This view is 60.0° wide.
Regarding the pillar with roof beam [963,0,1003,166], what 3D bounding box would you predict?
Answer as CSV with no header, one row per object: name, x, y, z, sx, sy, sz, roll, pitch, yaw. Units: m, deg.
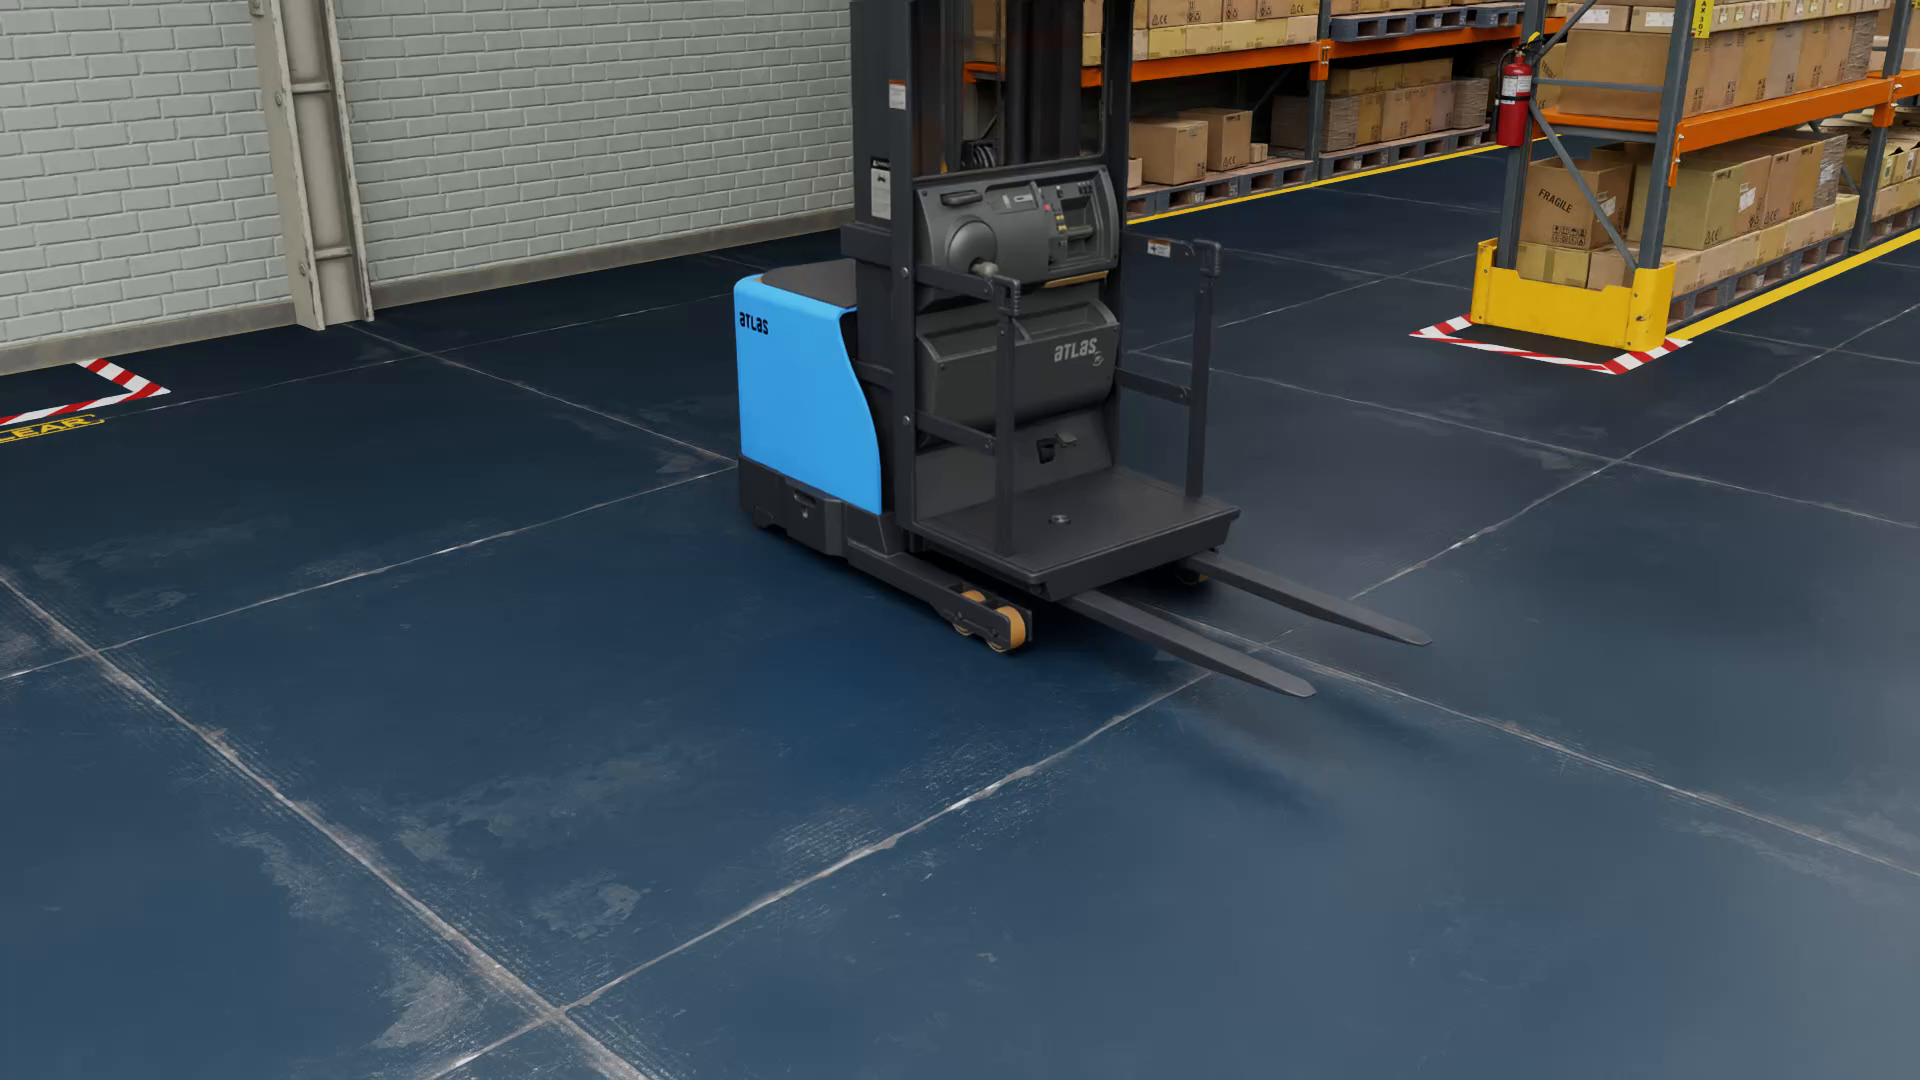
pillar with roof beam,3.230,-6.079,10.347,9.100,9.000,0.400,19,28,41

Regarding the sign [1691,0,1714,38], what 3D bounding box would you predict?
sign,4.223,-3.021,9.437,0.100,0.325,0.005,19,28,41

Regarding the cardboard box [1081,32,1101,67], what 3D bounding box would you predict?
cardboard box,0.845,-3.945,13.338,0.500,0.250,0.500,18,28,39

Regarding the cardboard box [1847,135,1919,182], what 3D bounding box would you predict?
cardboard box,7.439,-3.094,13.410,0.500,0.311,0.500,19,28,40

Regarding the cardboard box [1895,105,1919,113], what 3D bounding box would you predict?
cardboard box,8.834,-3.890,15.480,0.500,0.311,0.500,-19,28,-40

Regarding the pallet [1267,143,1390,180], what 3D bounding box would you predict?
pallet,3.610,-3.887,16.892,1.003,0.211,1.213,19,28,41

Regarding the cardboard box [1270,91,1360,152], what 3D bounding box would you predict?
cardboard box,3.569,-4.220,16.743,0.500,0.500,0.700,-19,28,-40

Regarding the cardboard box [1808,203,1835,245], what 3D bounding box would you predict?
cardboard box,6.097,-2.361,12.284,0.500,0.250,0.500,19,28,41

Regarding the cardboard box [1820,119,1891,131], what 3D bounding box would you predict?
cardboard box,7.758,-3.490,14.440,0.500,0.311,0.500,19,28,40

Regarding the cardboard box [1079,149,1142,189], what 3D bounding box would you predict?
cardboard box,1.222,-3.212,14.384,0.500,0.311,0.500,-17,27,-38

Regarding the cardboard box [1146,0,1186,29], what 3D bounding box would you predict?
cardboard box,1.543,-4.552,13.873,0.500,0.500,0.500,18,27,39

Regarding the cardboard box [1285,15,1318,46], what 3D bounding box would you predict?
cardboard box,2.955,-4.729,15.379,0.500,0.250,0.500,19,28,41

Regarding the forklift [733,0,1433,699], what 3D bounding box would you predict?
forklift,0.366,-1.164,6.018,1.130,2.935,3.031,-17,27,-37

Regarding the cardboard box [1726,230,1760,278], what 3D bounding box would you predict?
cardboard box,5.058,-1.973,11.274,0.500,0.250,0.500,19,28,41

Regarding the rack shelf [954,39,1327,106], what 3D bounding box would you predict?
rack shelf,1.673,-4.138,14.662,1.077,0.370,4.000,19,28,41

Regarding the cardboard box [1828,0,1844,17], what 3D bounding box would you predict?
cardboard box,5.872,-3.714,11.512,0.380,0.149,0.250,19,28,40

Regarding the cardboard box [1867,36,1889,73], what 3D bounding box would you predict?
cardboard box,6.932,-3.816,13.031,0.500,0.250,0.500,-18,27,-39

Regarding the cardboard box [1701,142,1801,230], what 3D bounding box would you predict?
cardboard box,5.411,-2.450,11.470,0.500,0.500,0.500,19,28,41

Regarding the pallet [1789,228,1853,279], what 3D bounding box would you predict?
pallet,6.035,-2.253,12.643,1.003,0.211,1.213,19,28,41

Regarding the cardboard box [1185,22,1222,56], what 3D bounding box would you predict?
cardboard box,1.911,-4.341,14.368,0.500,0.250,0.500,20,28,41

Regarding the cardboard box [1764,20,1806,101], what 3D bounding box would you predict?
cardboard box,5.242,-3.283,11.295,0.500,0.500,0.700,-19,28,-40

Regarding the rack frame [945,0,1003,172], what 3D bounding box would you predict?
rack frame,0.277,-3.959,13.195,1.000,3.000,0.127,19,28,41

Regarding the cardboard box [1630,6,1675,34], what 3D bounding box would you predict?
cardboard box,4.257,-3.117,9.960,0.380,0.149,0.250,19,28,40

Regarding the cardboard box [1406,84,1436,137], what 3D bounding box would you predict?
cardboard box,4.624,-4.618,17.780,0.700,0.500,0.500,19,28,40

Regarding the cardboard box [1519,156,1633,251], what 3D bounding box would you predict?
cardboard box,3.990,-2.195,10.808,0.500,0.500,0.500,19,28,41

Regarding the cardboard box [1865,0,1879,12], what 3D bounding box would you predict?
cardboard box,6.410,-3.912,12.027,0.380,0.149,0.250,19,28,40

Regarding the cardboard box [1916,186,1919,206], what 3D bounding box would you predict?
cardboard box,7.796,-2.968,13.862,0.500,0.250,0.500,18,28,39

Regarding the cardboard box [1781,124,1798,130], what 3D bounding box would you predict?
cardboard box,6.072,-2.971,12.824,0.500,0.500,0.500,19,28,41

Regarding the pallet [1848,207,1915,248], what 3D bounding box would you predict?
pallet,7.106,-2.646,13.665,1.003,0.211,1.213,19,28,41

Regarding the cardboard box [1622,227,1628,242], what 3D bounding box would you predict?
cardboard box,4.332,-1.976,11.283,0.500,0.250,0.500,19,28,41

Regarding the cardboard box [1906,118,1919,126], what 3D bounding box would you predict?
cardboard box,8.509,-3.491,14.441,0.500,0.311,0.500,19,28,40

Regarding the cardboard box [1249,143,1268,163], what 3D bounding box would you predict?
cardboard box,2.716,-3.725,15.922,0.380,0.166,0.250,15,26,34

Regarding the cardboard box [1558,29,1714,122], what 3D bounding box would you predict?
cardboard box,4.164,-2.884,10.258,0.700,0.500,0.500,19,28,41

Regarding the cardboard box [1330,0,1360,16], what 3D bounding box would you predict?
cardboard box,3.447,-5.362,16.091,0.700,0.500,0.500,19,28,41

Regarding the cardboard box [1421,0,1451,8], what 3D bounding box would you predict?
cardboard box,4.684,-5.819,17.280,0.700,0.500,0.500,19,28,41

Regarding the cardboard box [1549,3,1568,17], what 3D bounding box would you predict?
cardboard box,6.682,-6.044,18.941,0.250,0.149,0.380,-19,28,-40

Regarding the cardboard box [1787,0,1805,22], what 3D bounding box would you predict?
cardboard box,5.330,-3.512,10.987,0.380,0.149,0.250,20,28,41

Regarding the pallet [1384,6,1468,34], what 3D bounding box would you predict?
pallet,4.507,-5.407,17.229,1.003,0.211,1.213,19,28,41

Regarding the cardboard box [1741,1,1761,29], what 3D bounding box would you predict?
cardboard box,4.792,-3.314,10.471,0.380,0.149,0.250,19,28,40

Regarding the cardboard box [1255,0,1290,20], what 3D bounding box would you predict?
cardboard box,2.616,-4.948,14.904,0.500,0.500,0.500,19,28,40

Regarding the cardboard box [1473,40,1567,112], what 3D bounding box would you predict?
cardboard box,6.465,-5.365,19.262,0.750,0.750,0.750,19,28,40

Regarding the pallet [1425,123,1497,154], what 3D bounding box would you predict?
pallet,5.312,-4.514,18.524,1.003,0.211,1.213,19,28,41

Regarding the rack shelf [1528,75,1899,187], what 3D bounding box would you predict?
rack shelf,5.225,-2.899,11.438,1.077,0.370,4.000,19,28,41

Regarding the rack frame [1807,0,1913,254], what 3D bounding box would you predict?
rack frame,6.620,-3.749,12.647,1.000,3.000,0.127,19,28,41

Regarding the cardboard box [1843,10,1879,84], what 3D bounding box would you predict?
cardboard box,6.315,-3.680,12.328,0.700,0.500,0.500,18,28,39

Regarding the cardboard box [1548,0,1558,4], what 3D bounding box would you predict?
cardboard box,6.381,-6.271,18.628,0.500,0.500,0.500,-19,28,-40

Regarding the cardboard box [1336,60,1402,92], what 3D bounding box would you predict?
cardboard box,4.234,-4.818,17.255,0.500,0.250,0.500,18,28,39

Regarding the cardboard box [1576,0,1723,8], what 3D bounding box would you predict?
cardboard box,4.201,-3.503,10.060,0.700,0.500,0.500,19,28,41
